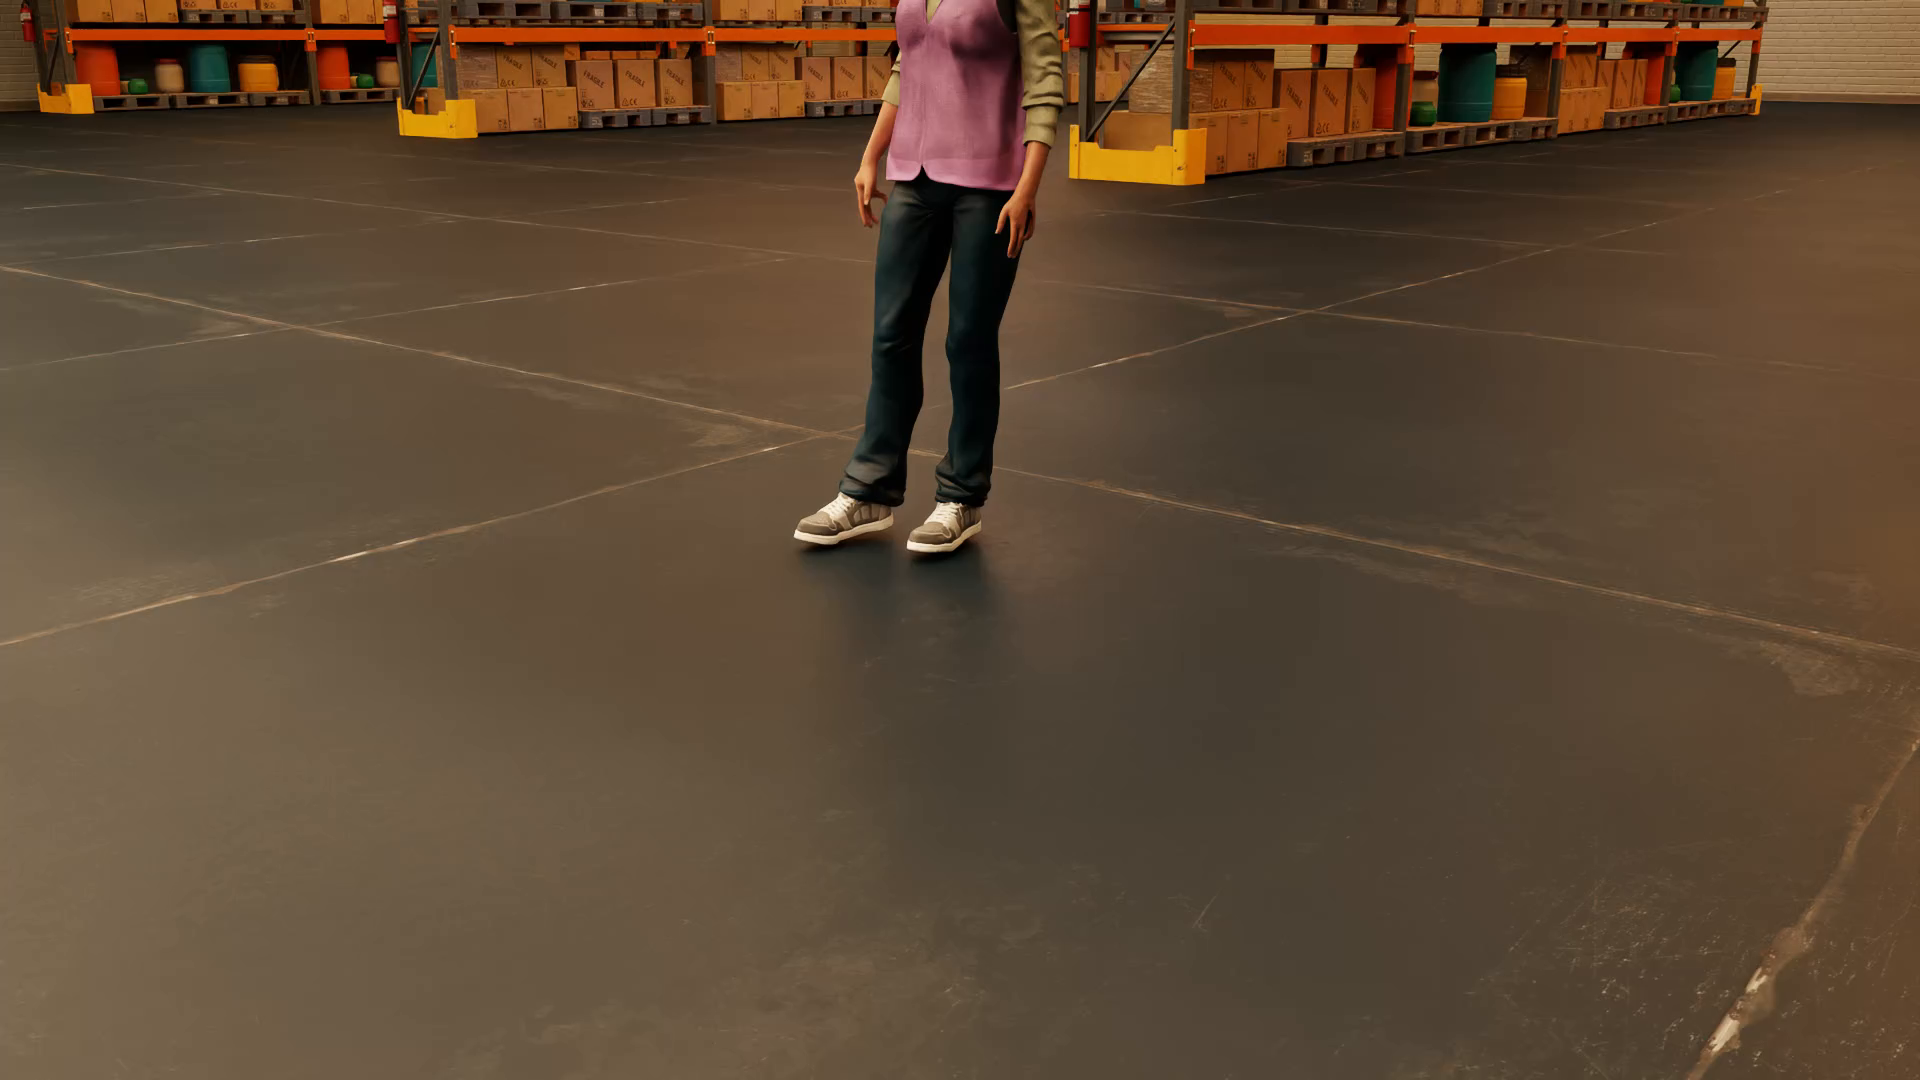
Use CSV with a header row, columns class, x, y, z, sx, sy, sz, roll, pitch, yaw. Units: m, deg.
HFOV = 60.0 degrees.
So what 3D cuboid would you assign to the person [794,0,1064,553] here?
class,x,y,z,sx,sy,sz,roll,pitch,yaw
person,-0.058,-0.757,3.662,0.520,1.597,0.476,13,21,37
